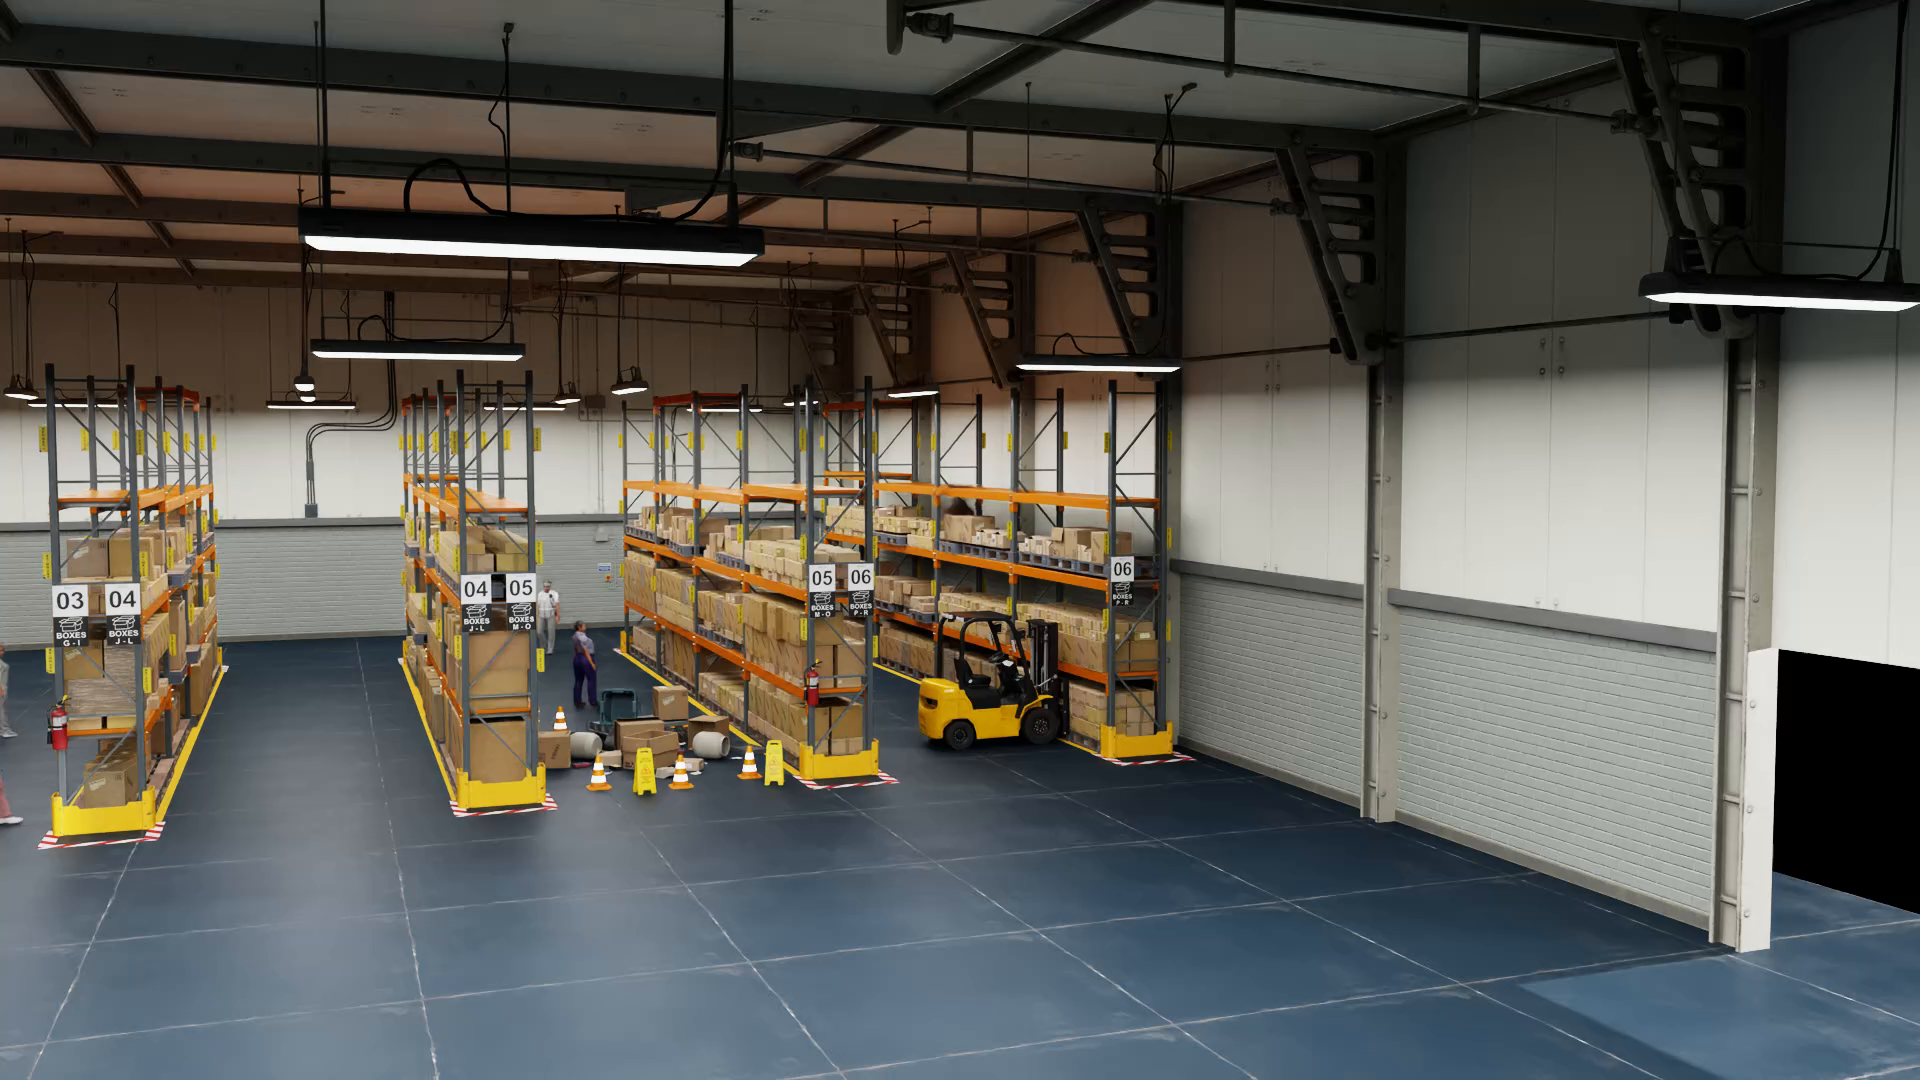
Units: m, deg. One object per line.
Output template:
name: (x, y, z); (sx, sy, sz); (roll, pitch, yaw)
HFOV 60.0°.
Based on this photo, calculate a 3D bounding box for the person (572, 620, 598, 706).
person: (-7.117, 2.344, 31.560); (0.571, 1.643, 0.419); (2, 4, 34)

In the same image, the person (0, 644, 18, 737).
person: (-16.247, 2.565, 28.233); (0.393, 1.555, 0.477); (-2, 4, -36)

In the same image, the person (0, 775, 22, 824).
person: (-12.638, 2.910, 21.642); (0.571, 1.666, 0.492); (0, 3, 2)

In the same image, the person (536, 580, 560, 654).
person: (-9.777, 1.844, 39.421); (0.568, 1.801, 0.454); (0, 3, 8)
